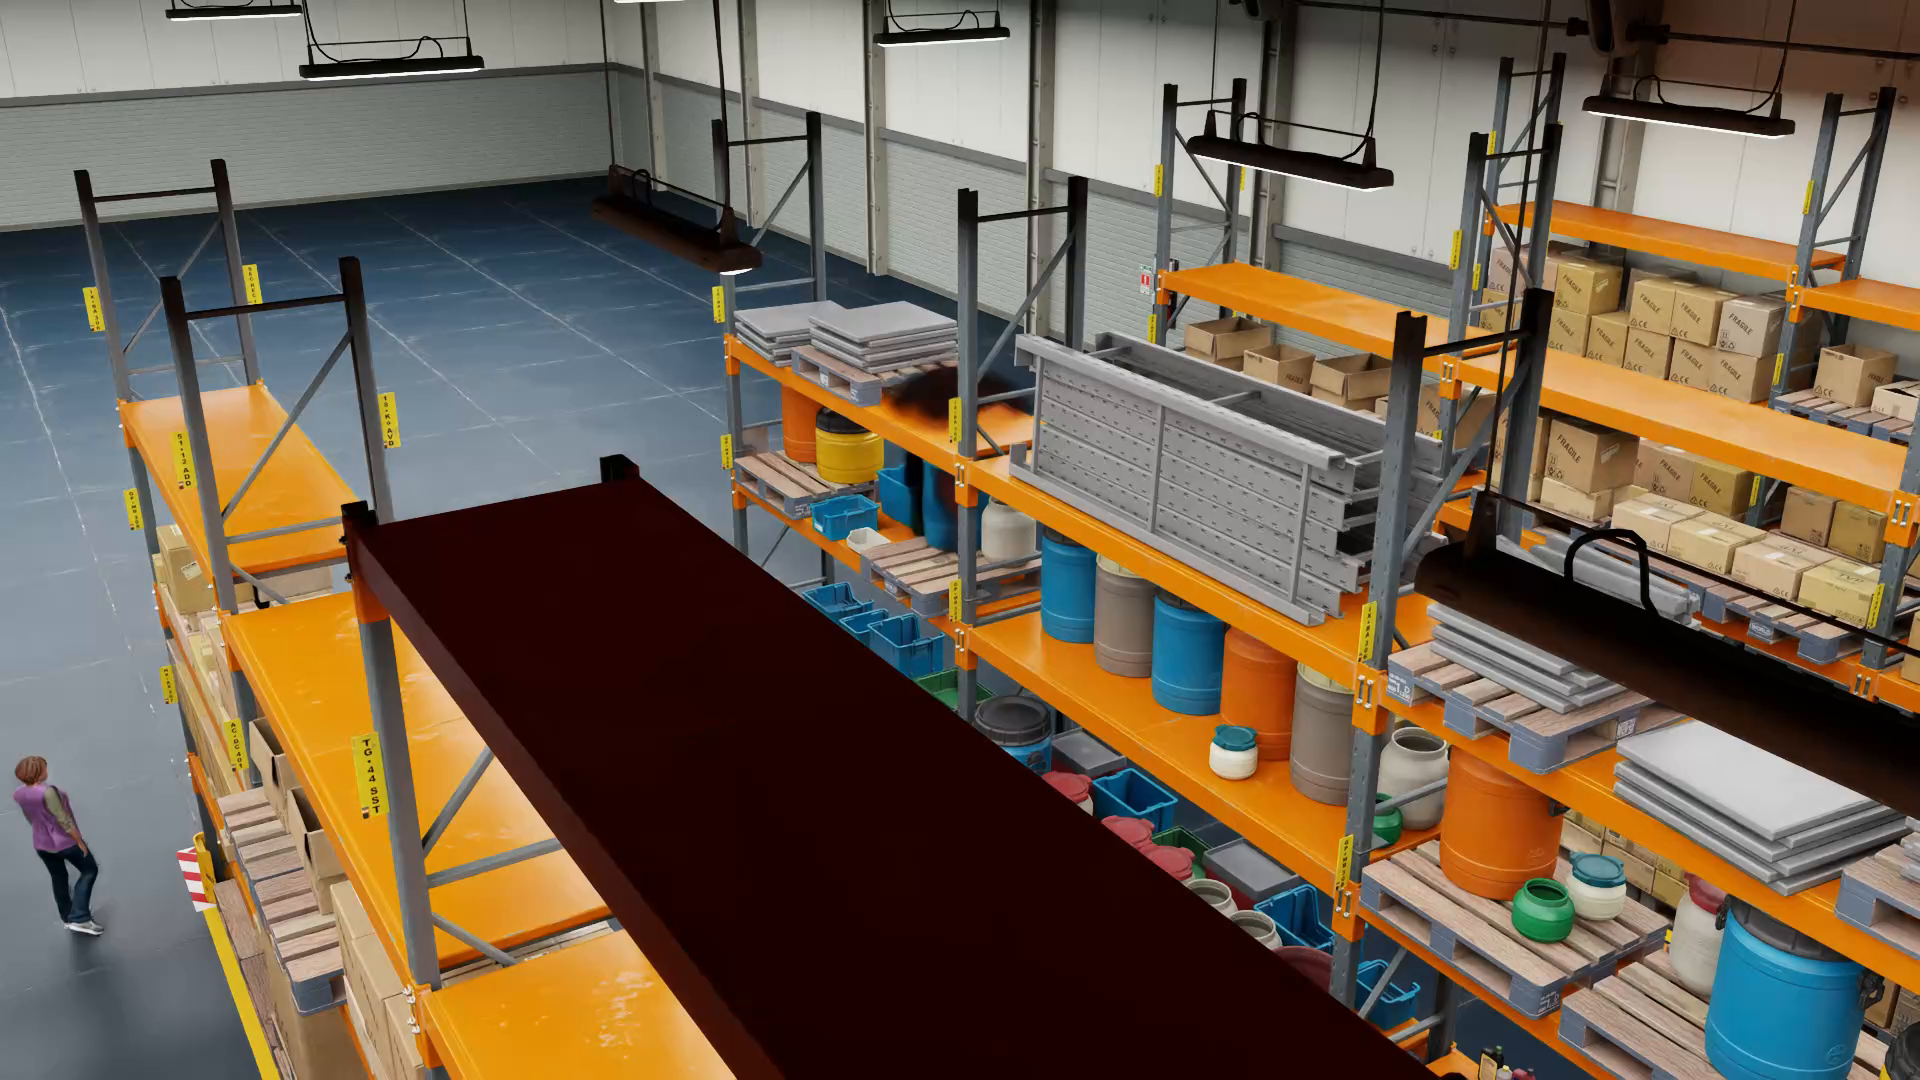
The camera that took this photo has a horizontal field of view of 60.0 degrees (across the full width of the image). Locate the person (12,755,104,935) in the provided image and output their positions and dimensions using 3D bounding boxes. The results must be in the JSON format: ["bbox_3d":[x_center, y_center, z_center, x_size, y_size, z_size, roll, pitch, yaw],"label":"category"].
[{"bbox_3d":[-7.167,2.411,13.255,0.496,1.607,0.436,3,22,8],"label":"person"}]
